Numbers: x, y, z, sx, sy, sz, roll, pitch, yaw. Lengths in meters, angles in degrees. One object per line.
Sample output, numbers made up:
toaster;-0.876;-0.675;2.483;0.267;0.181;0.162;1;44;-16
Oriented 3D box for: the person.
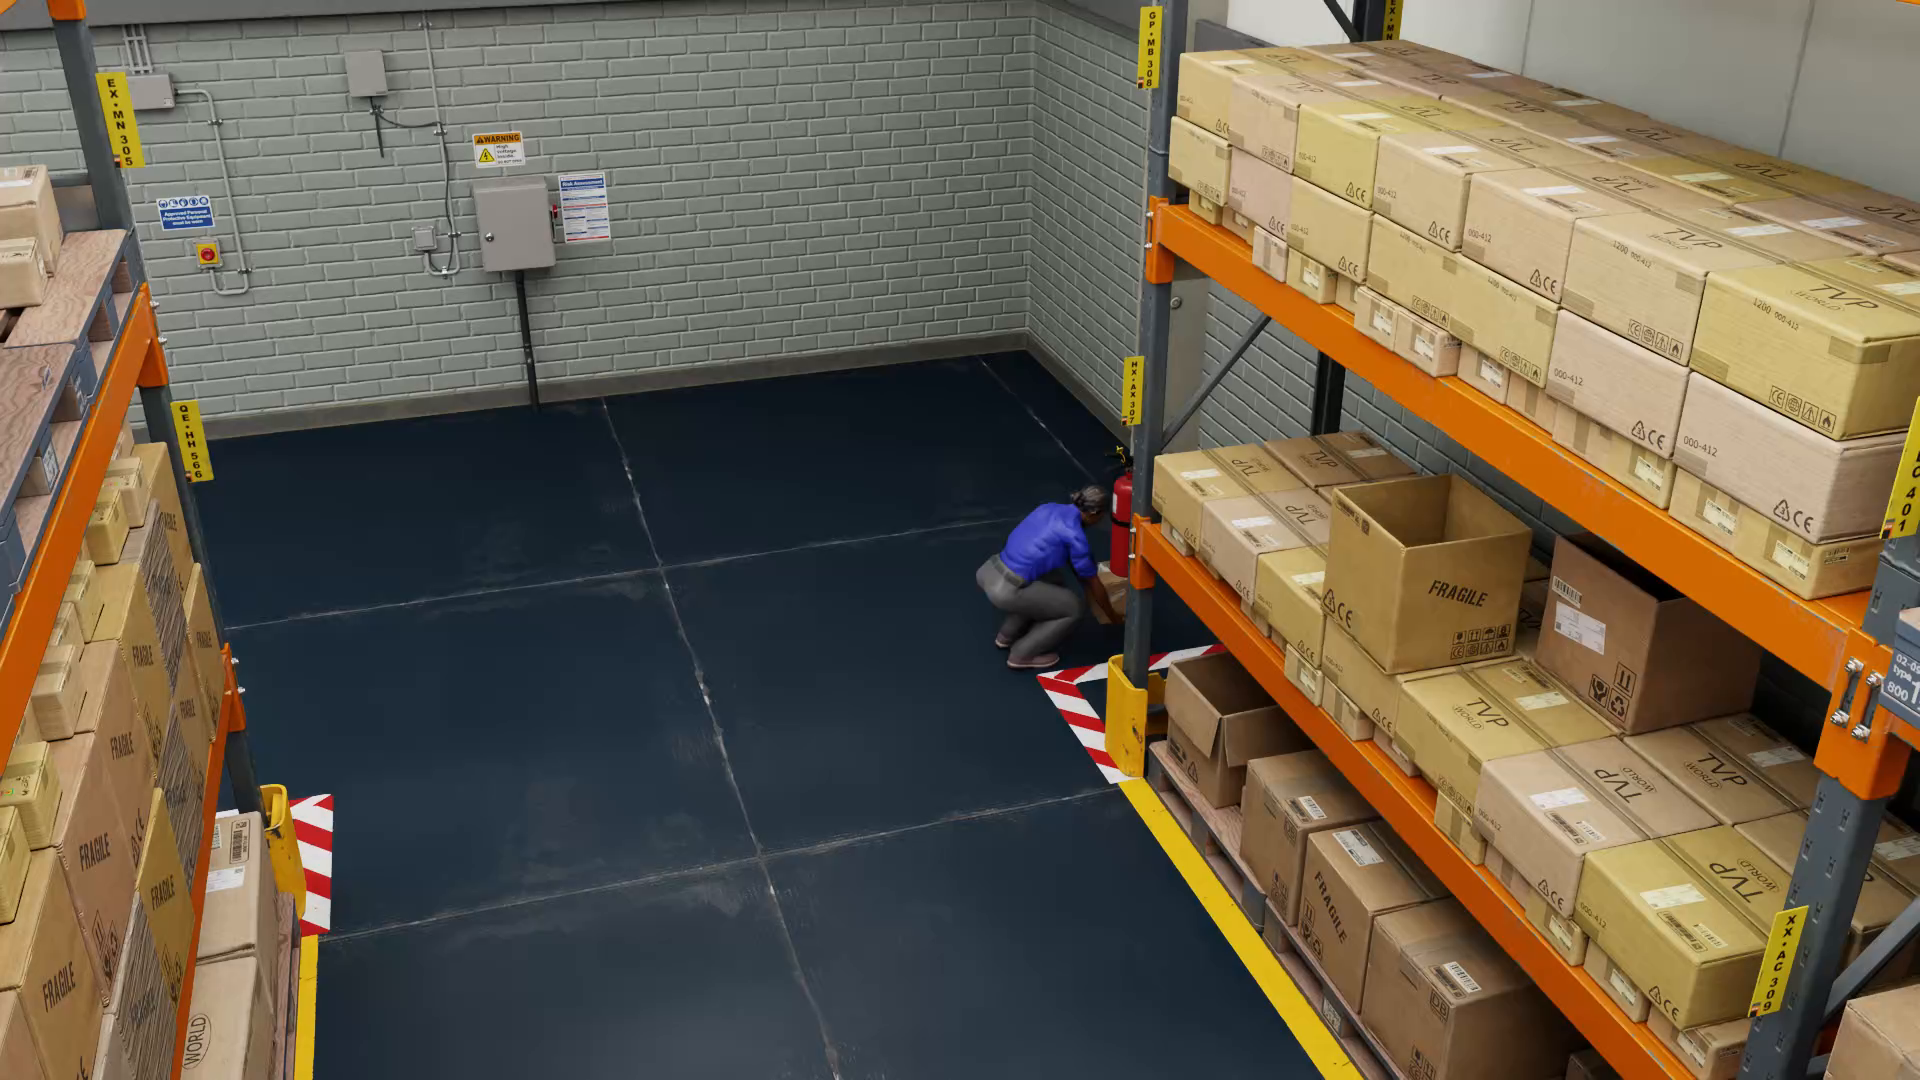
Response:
person;0.492;0.186;9.054;0.822;0.946;0.482;-7;27;-15
